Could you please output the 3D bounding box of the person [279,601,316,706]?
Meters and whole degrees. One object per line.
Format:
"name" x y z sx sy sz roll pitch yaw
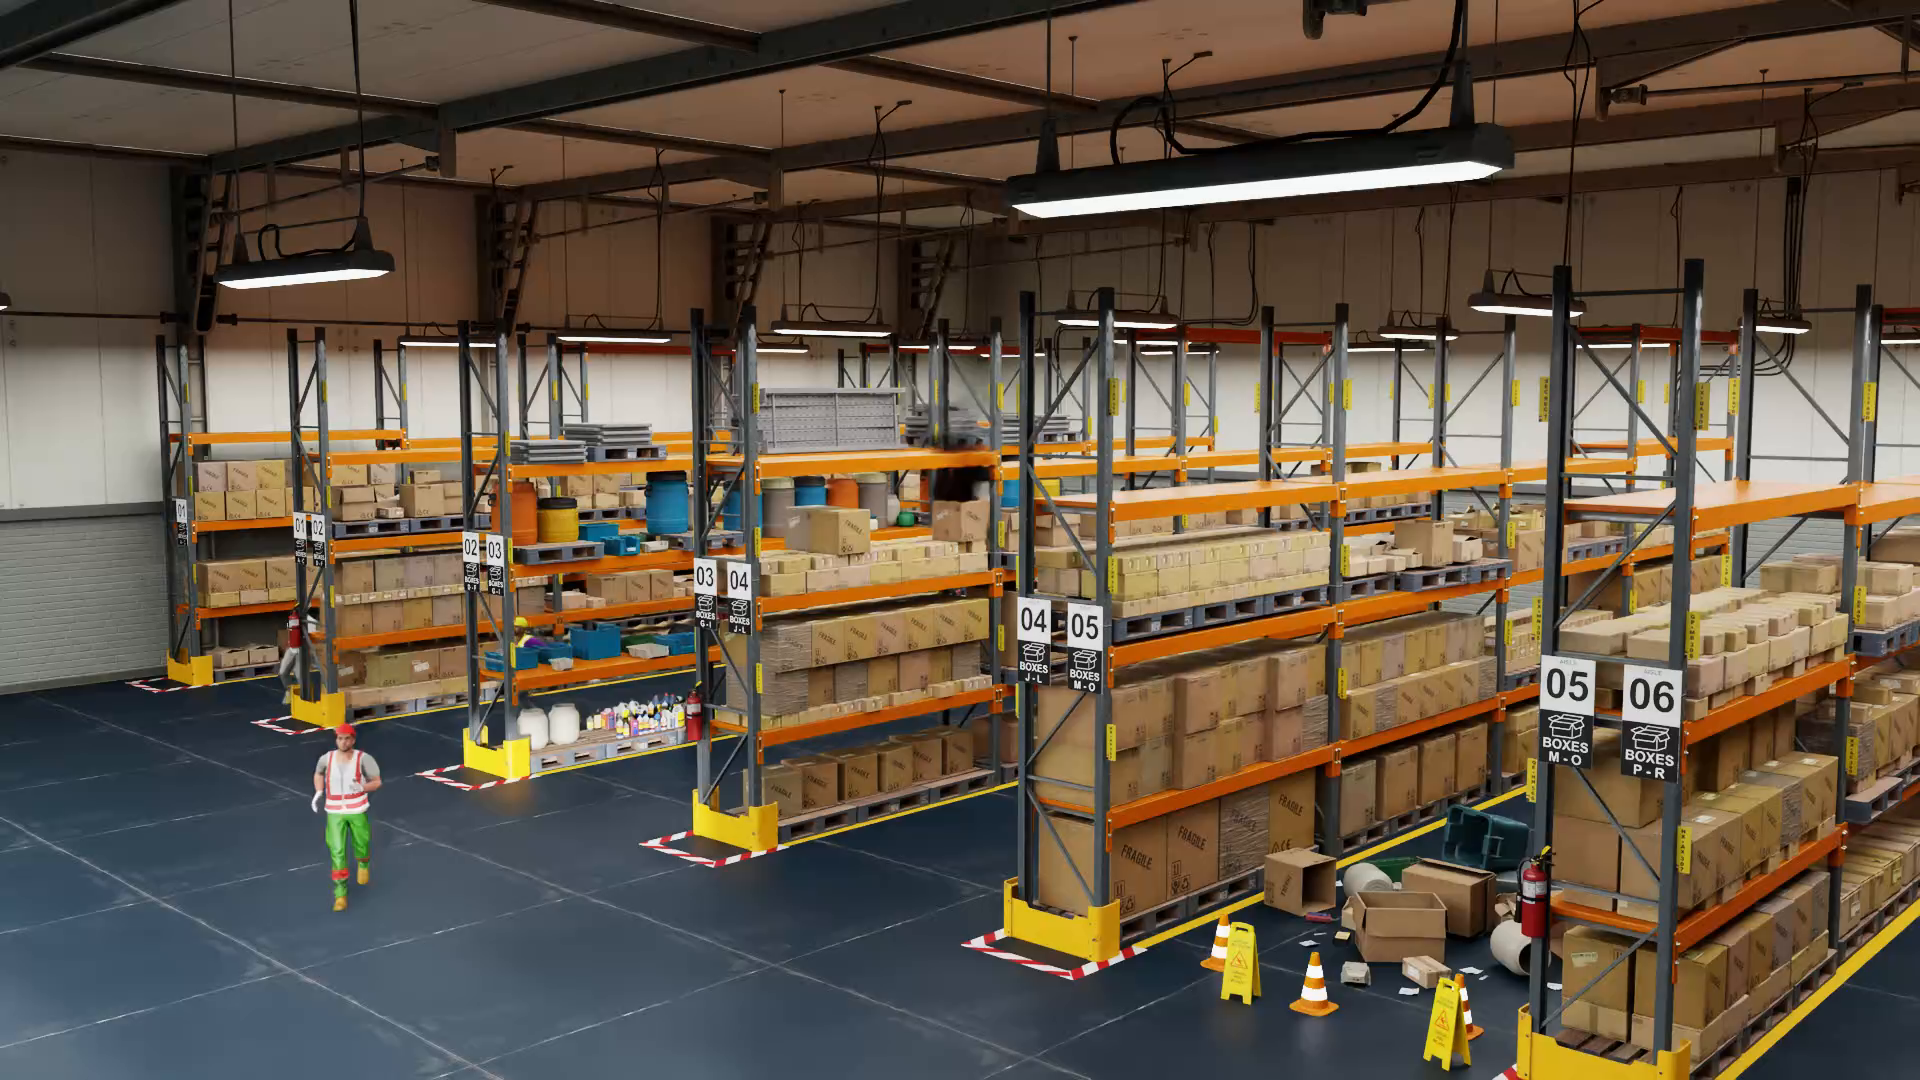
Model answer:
"person" -10.593 1.803 26.685 0.687 1.757 0.658 2 6 22

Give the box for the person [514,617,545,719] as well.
"person" -6.413 2.022 24.245 0.661 1.806 0.738 5 7 42

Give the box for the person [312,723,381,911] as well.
"person" -6.096 2.701 16.553 0.663 1.766 1.000 -1 6 -13
